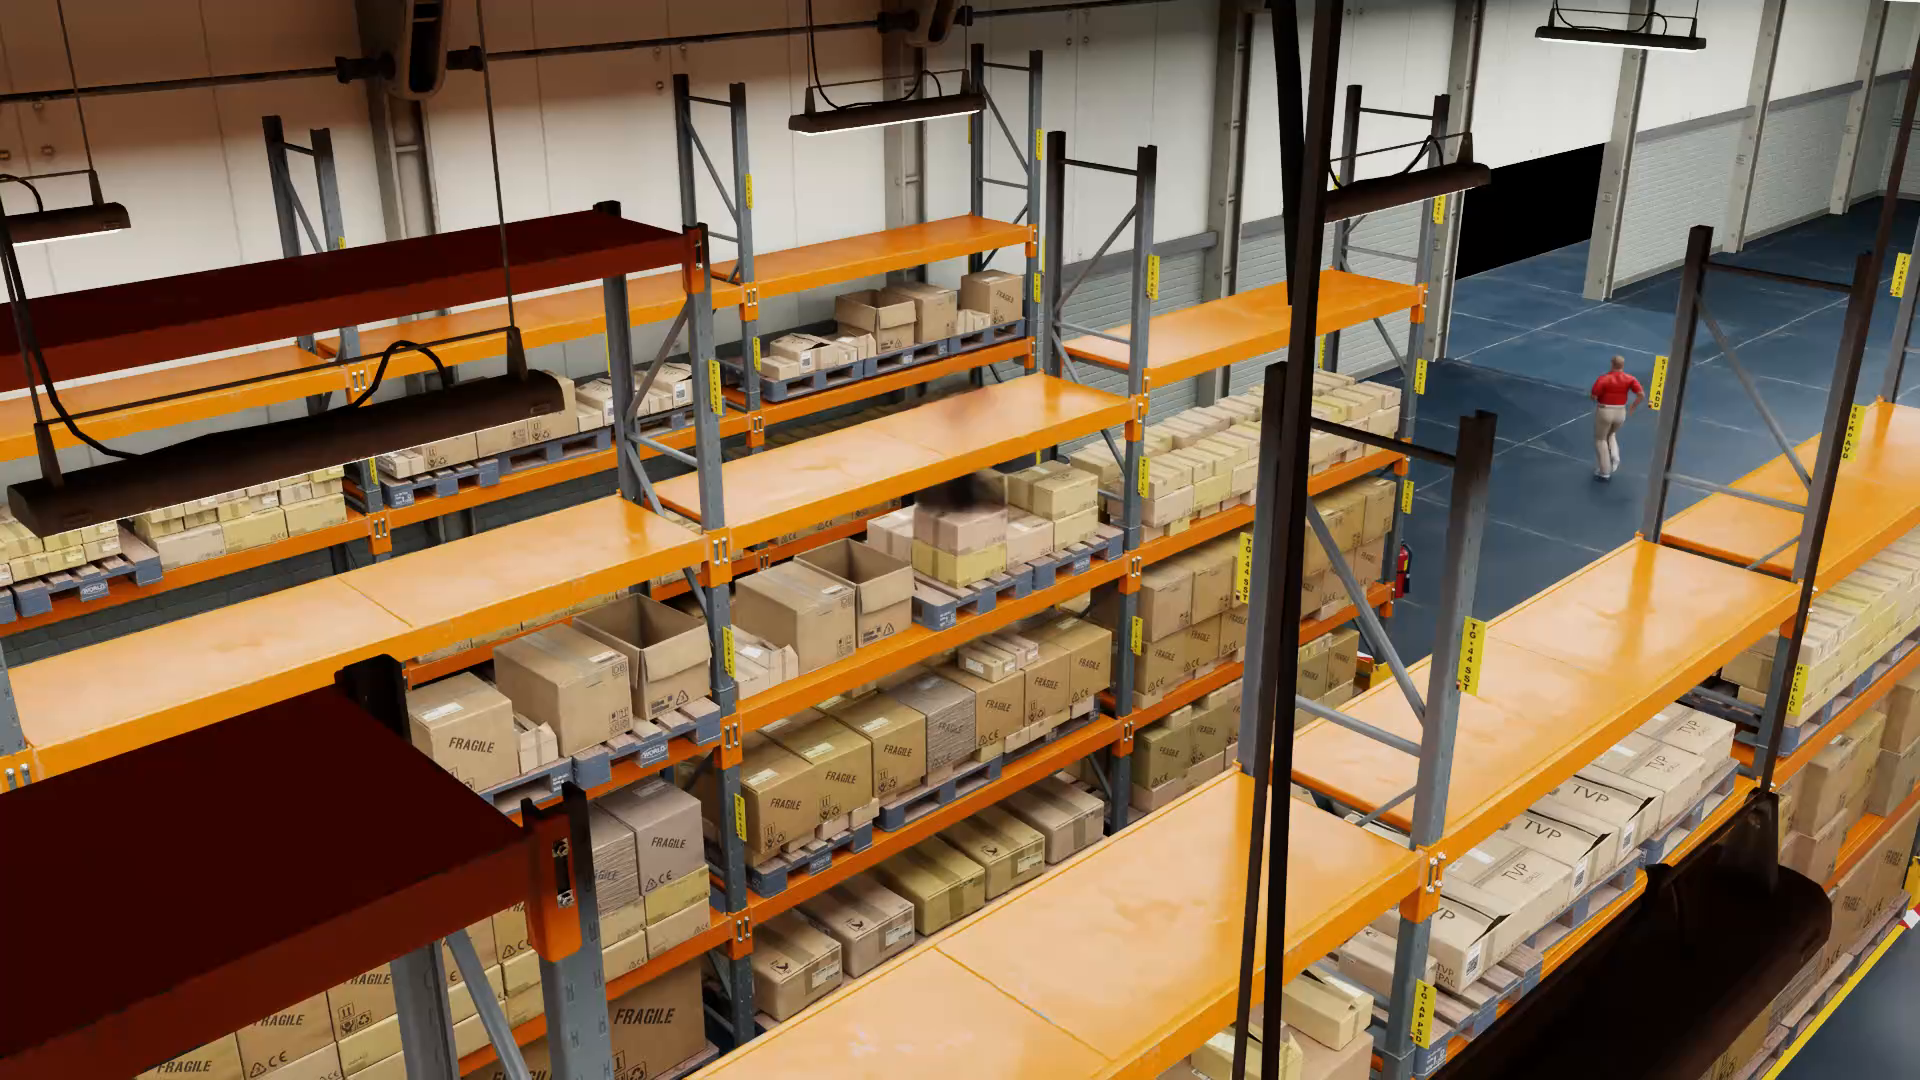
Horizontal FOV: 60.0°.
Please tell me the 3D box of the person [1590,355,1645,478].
[{"bbox_3d":[8.894,-1.720,22.783,0.642,1.706,0.658,-2,23,-5],"label":"person"}]
